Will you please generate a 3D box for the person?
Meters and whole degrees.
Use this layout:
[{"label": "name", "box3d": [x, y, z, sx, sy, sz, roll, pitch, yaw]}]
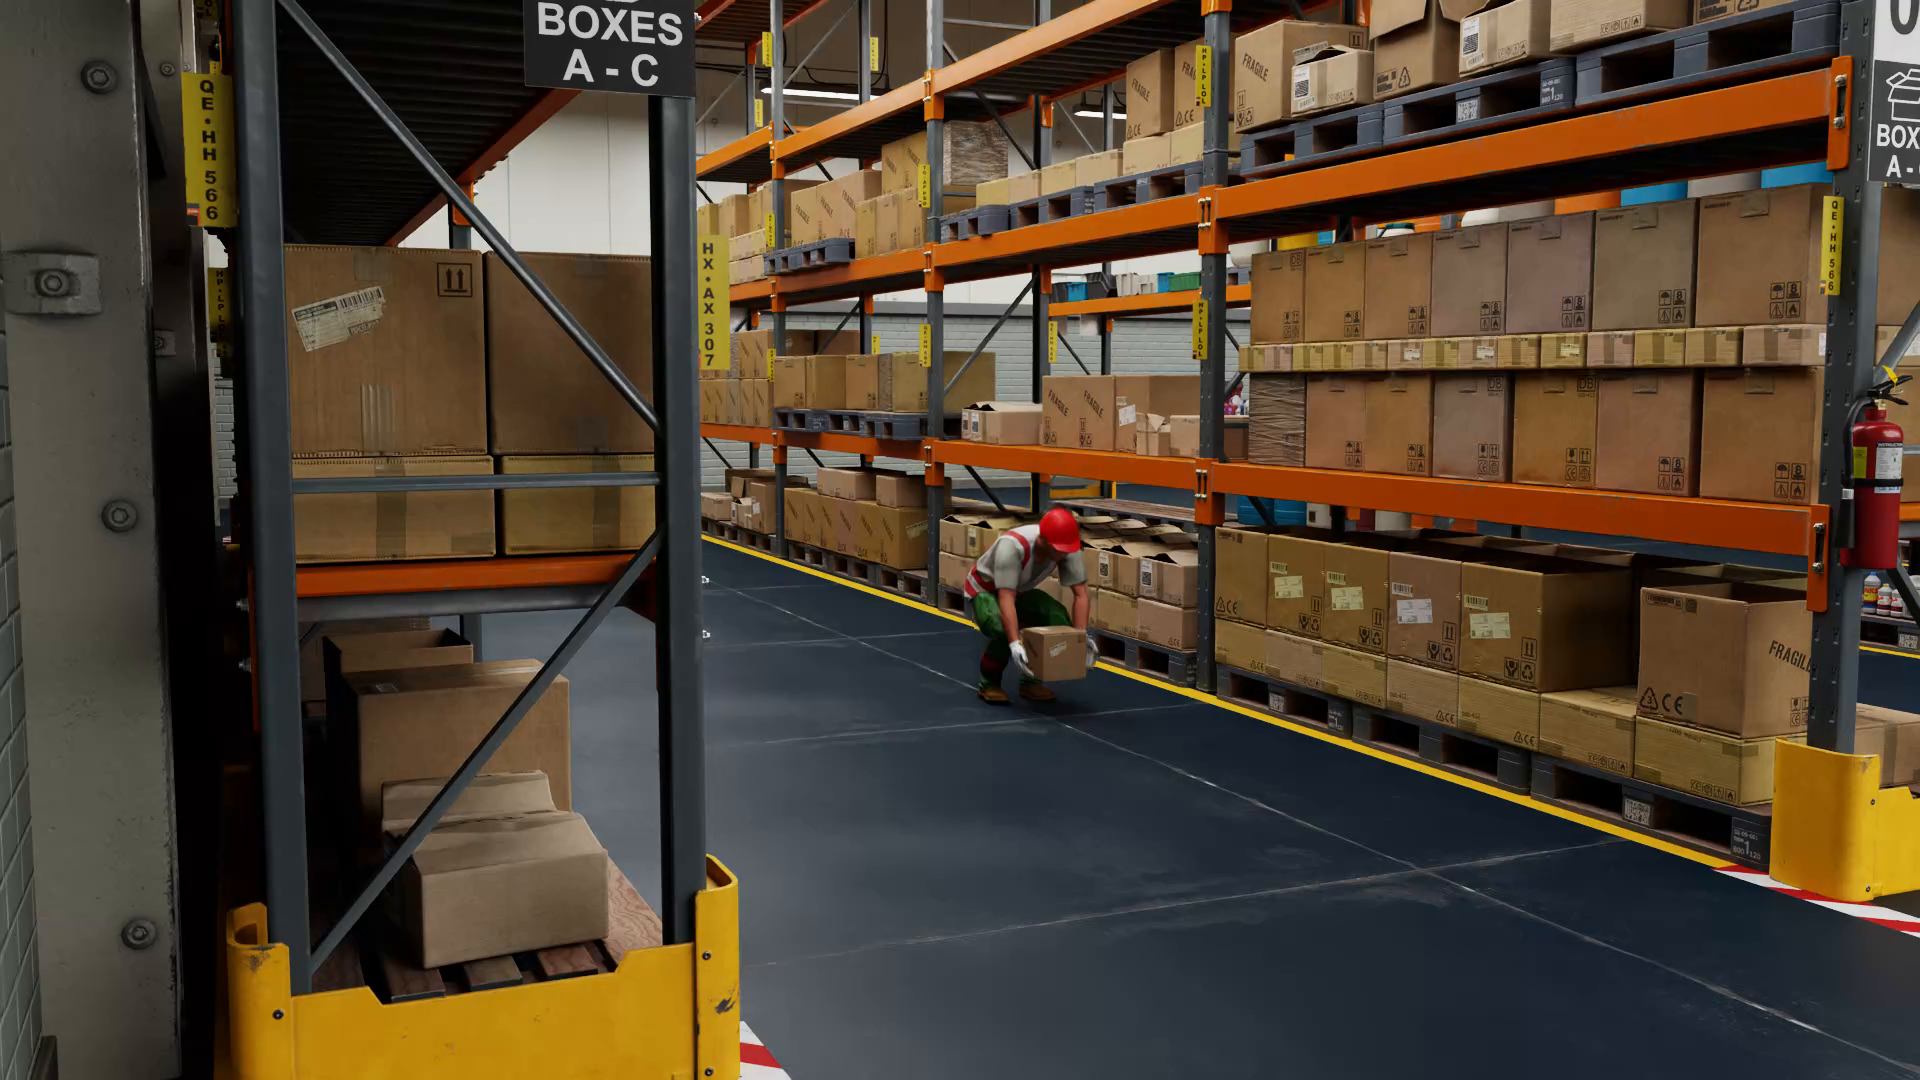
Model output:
[{"label": "person", "box3d": [0.375, 0.348, 9.106, 0.580, 1.093, 0.858, -2, 6, -24]}]
